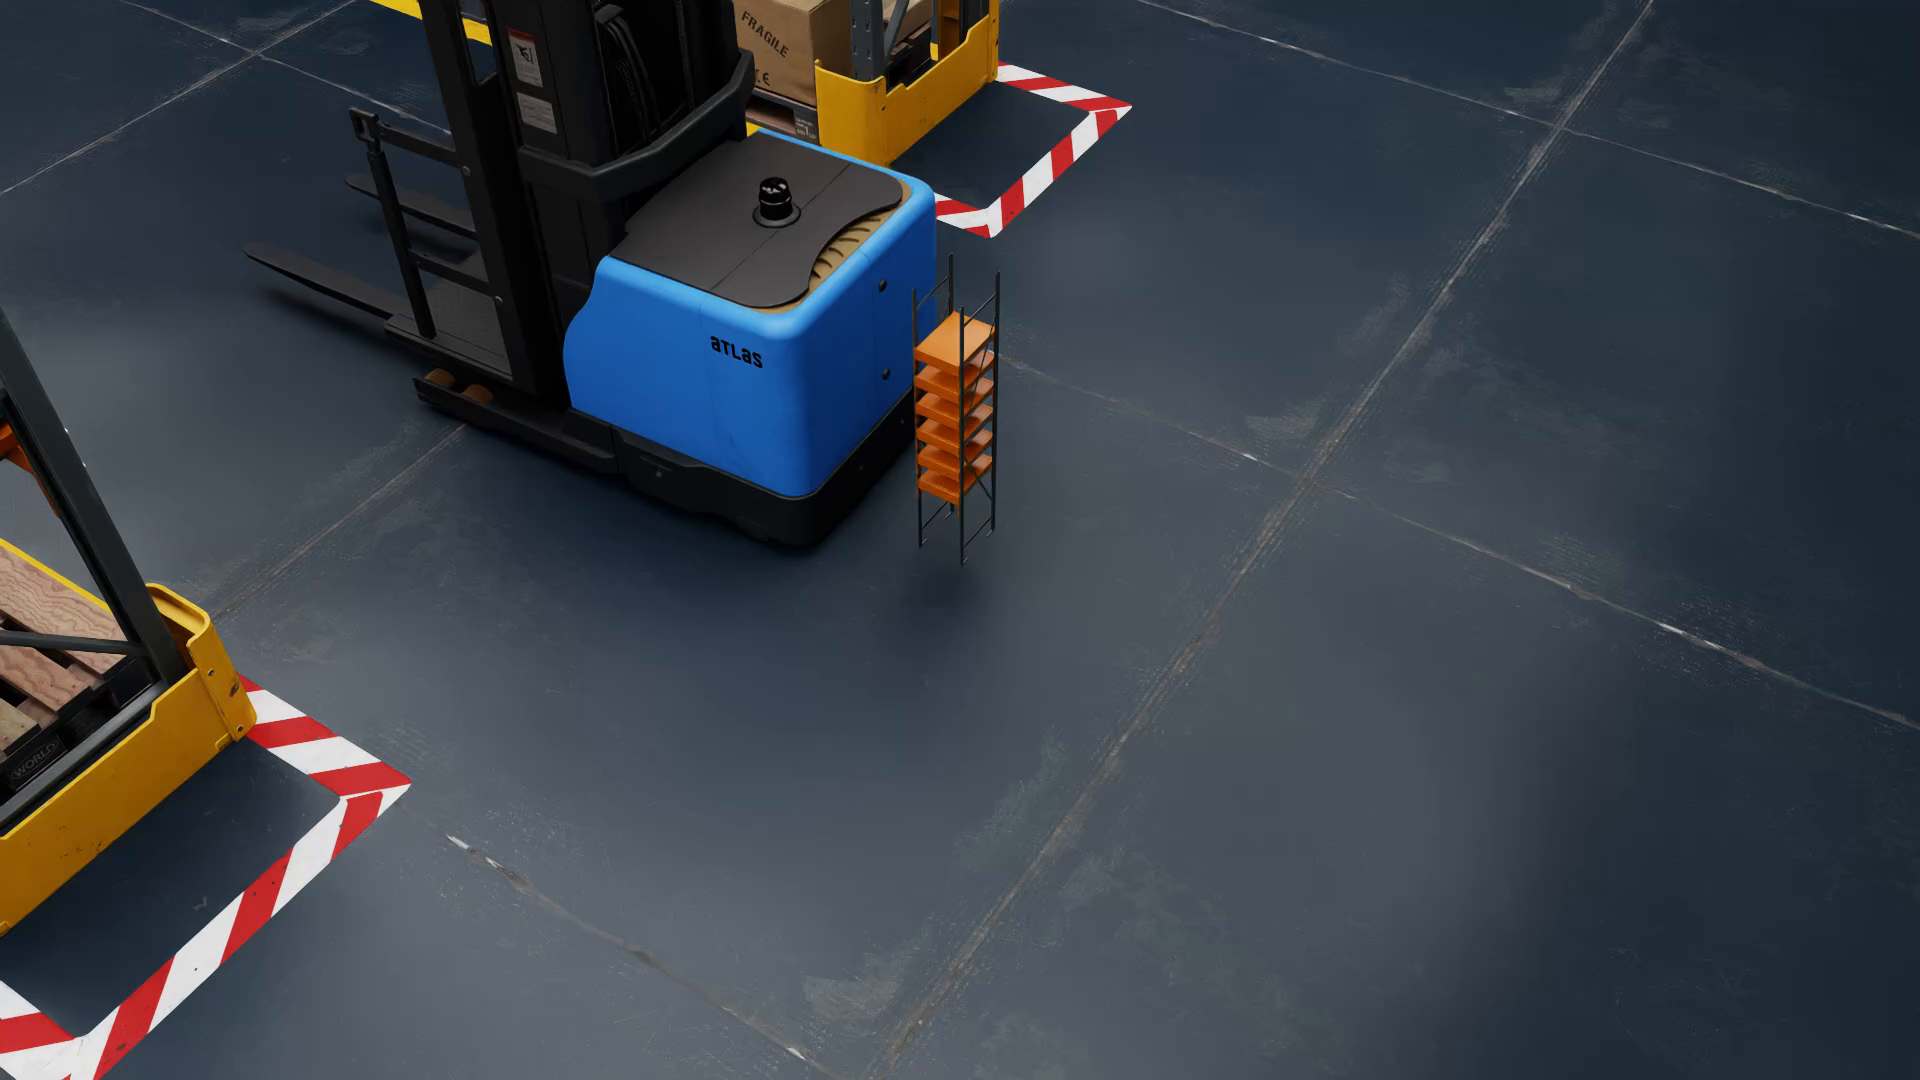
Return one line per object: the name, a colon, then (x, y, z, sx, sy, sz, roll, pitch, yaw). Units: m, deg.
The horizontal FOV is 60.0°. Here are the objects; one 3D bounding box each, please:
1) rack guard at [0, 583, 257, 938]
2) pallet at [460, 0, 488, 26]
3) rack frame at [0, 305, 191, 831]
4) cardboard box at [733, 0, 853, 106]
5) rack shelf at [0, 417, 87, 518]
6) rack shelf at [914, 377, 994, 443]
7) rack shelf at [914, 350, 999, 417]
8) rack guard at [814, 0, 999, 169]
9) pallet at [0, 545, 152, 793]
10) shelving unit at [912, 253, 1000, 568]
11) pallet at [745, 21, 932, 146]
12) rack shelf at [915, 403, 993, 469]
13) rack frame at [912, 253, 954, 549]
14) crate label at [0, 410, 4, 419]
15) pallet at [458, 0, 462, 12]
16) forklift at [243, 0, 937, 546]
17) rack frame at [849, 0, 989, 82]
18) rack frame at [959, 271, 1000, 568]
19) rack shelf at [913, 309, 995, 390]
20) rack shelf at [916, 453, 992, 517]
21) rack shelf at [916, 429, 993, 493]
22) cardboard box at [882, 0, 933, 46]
rack guard: (-2.825, 0.716, 5.206, 0.348, 0.500, 1.175, 25, 51, 22)
pallet: (-1.934, -2.984, 9.003, 1.213, 0.211, 1.003, 25, 51, 22)
rack frame: (-2.853, -0.157, 4.311, 0.127, 3.000, 1.000, 25, 51, 22)
cardboard box: (-0.766, -2.489, 8.014, 0.500, 0.500, 0.500, 25, 51, 22)
rack shelf: (-4.536, -0.680, 5.321, 4.000, 0.370, 1.077, 25, 51, 22)
rack shelf: (-0.012, -0.476, 5.771, 0.180, 0.103, 0.258, 25, 51, 22)
rack shelf: (-0.012, -0.560, 5.685, 0.180, 0.103, 0.258, 25, 51, 22)
rack guard: (-0.239, -2.304, 8.140, 0.348, 0.500, 1.175, 25, 51, 22)
pallet: (-3.526, 0.472, 5.644, 1.213, 0.211, 1.003, 25, 51, 22)
shelving unit: (-0.012, -0.424, 5.825, 0.189, 1.200, 0.258, 25, 51, 22)
pallet: (-0.911, -2.511, 8.543, 1.213, 0.211, 1.003, 25, 51, 22)
rack shelf: (-0.012, -0.393, 5.857, 0.180, 0.103, 0.258, 25, 51, 22)
rack frame: (-0.089, -0.459, 5.860, 0.006, 1.200, 0.240, 25, 51, 22)
crate label: (-2.883, -0.414, 4.635, 0.303, 0.233, 0.416, 25, 51, 22)
pallet: (-2.965, -3.456, 9.461, 1.213, 0.211, 1.003, 25, 51, 22)
forklift: (-1.610, -1.787, 5.943, 3.031, 2.935, 1.130, 22, 50, 20)
rack frame: (-0.175, -3.145, 7.215, 0.127, 3.000, 1.000, 25, 51, 22)
rack frame: (0.065, -0.388, 5.791, 0.006, 1.200, 0.240, 25, 51, 22)
rack shelf: (-0.012, -0.644, 5.599, 0.180, 0.103, 0.258, 25, 51, 22)
rack shelf: (-0.012, -0.226, 6.029, 0.180, 0.103, 0.258, 25, 51, 22)
rack shelf: (-0.012, -0.309, 5.943, 0.180, 0.103, 0.258, 25, 51, 22)
cardboard box: (-0.342, -2.675, 8.439, 0.250, 0.149, 0.380, 25, 51, 22)
